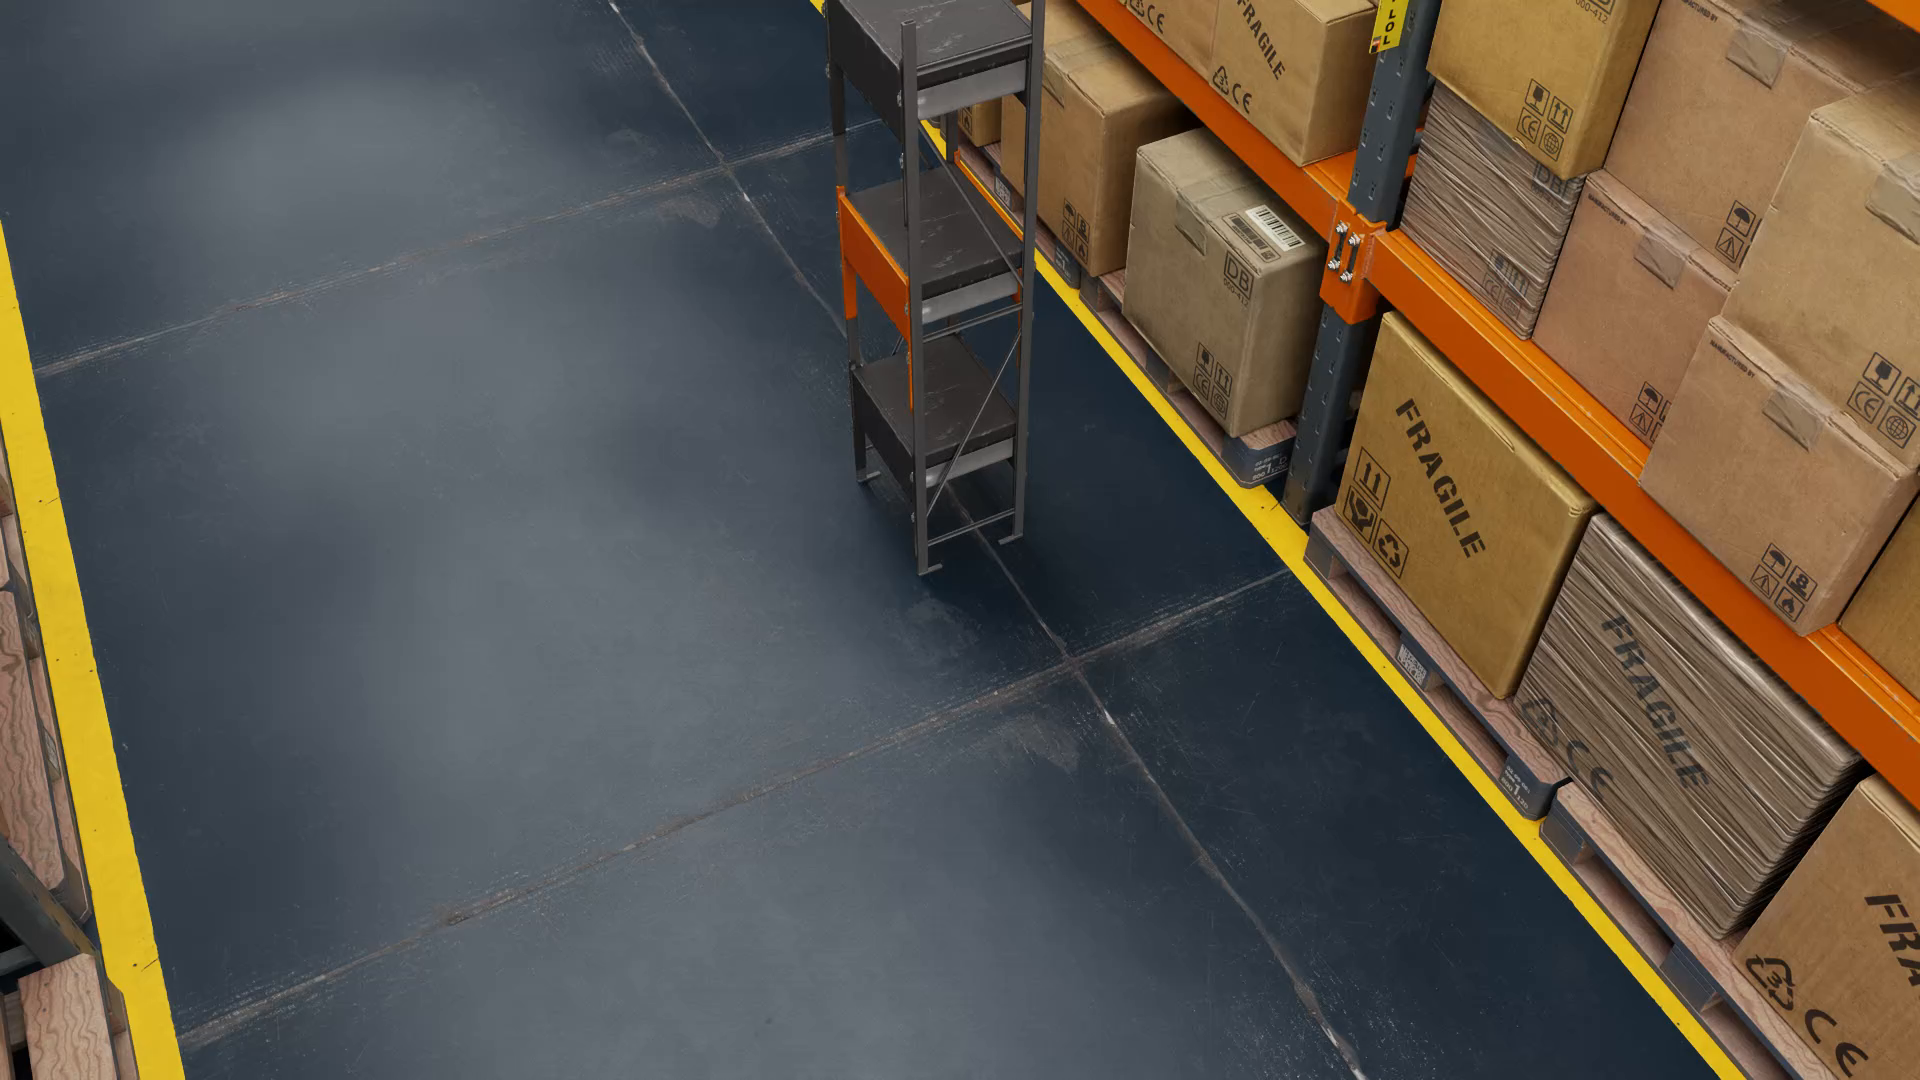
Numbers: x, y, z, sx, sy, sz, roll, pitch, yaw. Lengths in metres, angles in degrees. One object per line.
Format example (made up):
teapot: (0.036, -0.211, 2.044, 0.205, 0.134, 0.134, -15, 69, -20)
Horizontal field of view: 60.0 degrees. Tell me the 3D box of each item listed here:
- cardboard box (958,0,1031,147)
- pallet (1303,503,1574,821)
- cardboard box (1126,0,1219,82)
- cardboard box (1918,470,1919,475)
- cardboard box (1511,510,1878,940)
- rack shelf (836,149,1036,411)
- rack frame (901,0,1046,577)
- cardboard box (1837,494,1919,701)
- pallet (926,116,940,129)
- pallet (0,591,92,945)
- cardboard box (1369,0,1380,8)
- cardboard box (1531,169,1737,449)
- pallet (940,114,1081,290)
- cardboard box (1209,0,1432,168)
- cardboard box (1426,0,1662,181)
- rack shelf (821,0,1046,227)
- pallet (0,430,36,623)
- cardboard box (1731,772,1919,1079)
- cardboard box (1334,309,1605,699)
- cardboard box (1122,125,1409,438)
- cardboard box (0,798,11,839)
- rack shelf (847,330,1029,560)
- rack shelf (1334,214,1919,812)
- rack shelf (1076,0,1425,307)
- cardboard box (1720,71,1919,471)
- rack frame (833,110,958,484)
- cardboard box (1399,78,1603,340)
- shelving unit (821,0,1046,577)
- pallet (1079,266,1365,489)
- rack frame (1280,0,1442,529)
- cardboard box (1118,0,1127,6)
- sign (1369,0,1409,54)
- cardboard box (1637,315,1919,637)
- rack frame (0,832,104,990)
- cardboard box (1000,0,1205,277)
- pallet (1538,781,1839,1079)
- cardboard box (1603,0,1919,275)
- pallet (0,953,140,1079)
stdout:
cardboard box: (0.371, -2.294, 6.979, 1.050, 0.750, 0.750, -20, 52, -17)
pallet: (1.878, 0.212, 5.424, 1.003, 0.211, 1.213, -21, 52, -18)
cardboard box: (0.892, -1.870, 5.326, 0.500, 0.500, 0.500, -22, 52, -18)
cardboard box: (2.467, -0.299, 3.201, 0.875, 0.550, 0.500, -21, 52, -18)
cardboard box: (2.241, 0.367, 4.569, 0.875, 0.875, 0.875, -21, 52, -17)
rack shelf: (-0.076, -0.793, 5.067, 0.431, 0.518, 0.480, -21, 52, -18)
rack frame: (0.036, -0.639, 4.914, 0.400, 2.100, 0.015, -21, 52, -18)
cardboard box: (2.525, 0.034, 3.627, 0.875, 0.550, 0.500, -21, 52, -18)
pallet: (0.063, -2.447, 7.750, 1.003, 0.211, 1.213, -21, 52, -18)
pallet: (-3.214, 0.797, 4.913, 1.003, 0.211, 1.213, -21, 52, -18)
cardboard box: (1.367, -1.934, 4.718, 0.700, 0.500, 0.500, -22, 52, -18)
cardboard box: (2.051, -0.688, 4.259, 0.875, 0.550, 0.550, -21, 52, -18)
pallet: (0.617, -1.631, 7.037, 1.003, 0.211, 1.213, -21, 52, -18)
cardboard box: (1.123, -1.532, 5.030, 0.500, 0.500, 0.500, -21, 52, -18)
cardboard box: (1.738, -1.388, 4.154, 0.875, 0.550, 0.550, -21, 52, -18)
rack shelf: (-0.076, -1.254, 4.540, 0.431, 0.518, 0.480, -21, 52, -18)
pallet: (-3.777, -0.021, 5.628, 1.003, 0.211, 1.213, -21, 52, -18)
cardboard box: (2.657, 0.978, 4.035, 0.875, 0.875, 0.875, -22, 52, -18)
cardboard box: (1.825, -0.235, 5.095, 0.875, 0.875, 0.875, -20, 52, -17)
cardboard box: (1.236, -1.024, 5.868, 1.050, 0.750, 0.750, -21, 52, -18)
cardboard box: (-3.119, 0.659, 4.549, 0.700, 0.500, 0.500, -25, 53, -20)
rack shelf: (-0.076, -0.332, 5.594, 0.431, 0.518, 0.480, -21, 52, -18)
rack shelf: (2.515, 0.334, 3.943, 1.077, 0.370, 4.000, -21, 52, -18)
rack shelf: (0.685, -2.343, 6.285, 1.077, 0.370, 4.000, -21, 52, -18)
cardboard box: (2.218, -0.651, 3.509, 0.875, 0.550, 0.550, -21, 52, -18)
rack frame: (-0.187, -0.965, 5.199, 0.400, 2.100, 0.015, -21, 52, -18)
cardboard box: (1.779, -1.048, 4.574, 0.875, 0.550, 0.550, -21, 52, -18)
shelving unit: (-0.076, -0.802, 5.057, 0.431, 2.100, 0.503, -21, 52, -18)
pallet: (1.180, -0.814, 6.322, 1.003, 0.211, 1.213, -21, 52, -18)
rack frame: (1.600, -1.241, 4.843, 1.000, 3.000, 0.127, -21, 52, -18)
cardboard box: (0.661, -2.208, 5.622, 0.500, 0.500, 0.500, -21, 52, -17)
sign: (1.122, -1.403, 4.268, 0.100, 0.325, 0.005, -21, 52, -18)
cardboard box: (2.193, -0.286, 3.907, 0.875, 0.550, 0.550, -21, 52, -18)
rack frame: (-2.857, 0.399, 3.408, 1.000, 3.000, 0.127, -21, 52, -18)
cardboard box: (0.798, -1.670, 6.434, 1.050, 0.750, 0.750, -21, 52, -18)
pallet: (2.440, 1.030, 4.709, 1.003, 0.211, 1.213, -21, 52, -18)
cardboard box: (2.093, -1.059, 3.867, 0.875, 0.550, 0.550, -21, 52, -18)
pallet: (-2.518, 1.755, 4.075, 1.003, 0.211, 1.213, -21, 52, -18)
